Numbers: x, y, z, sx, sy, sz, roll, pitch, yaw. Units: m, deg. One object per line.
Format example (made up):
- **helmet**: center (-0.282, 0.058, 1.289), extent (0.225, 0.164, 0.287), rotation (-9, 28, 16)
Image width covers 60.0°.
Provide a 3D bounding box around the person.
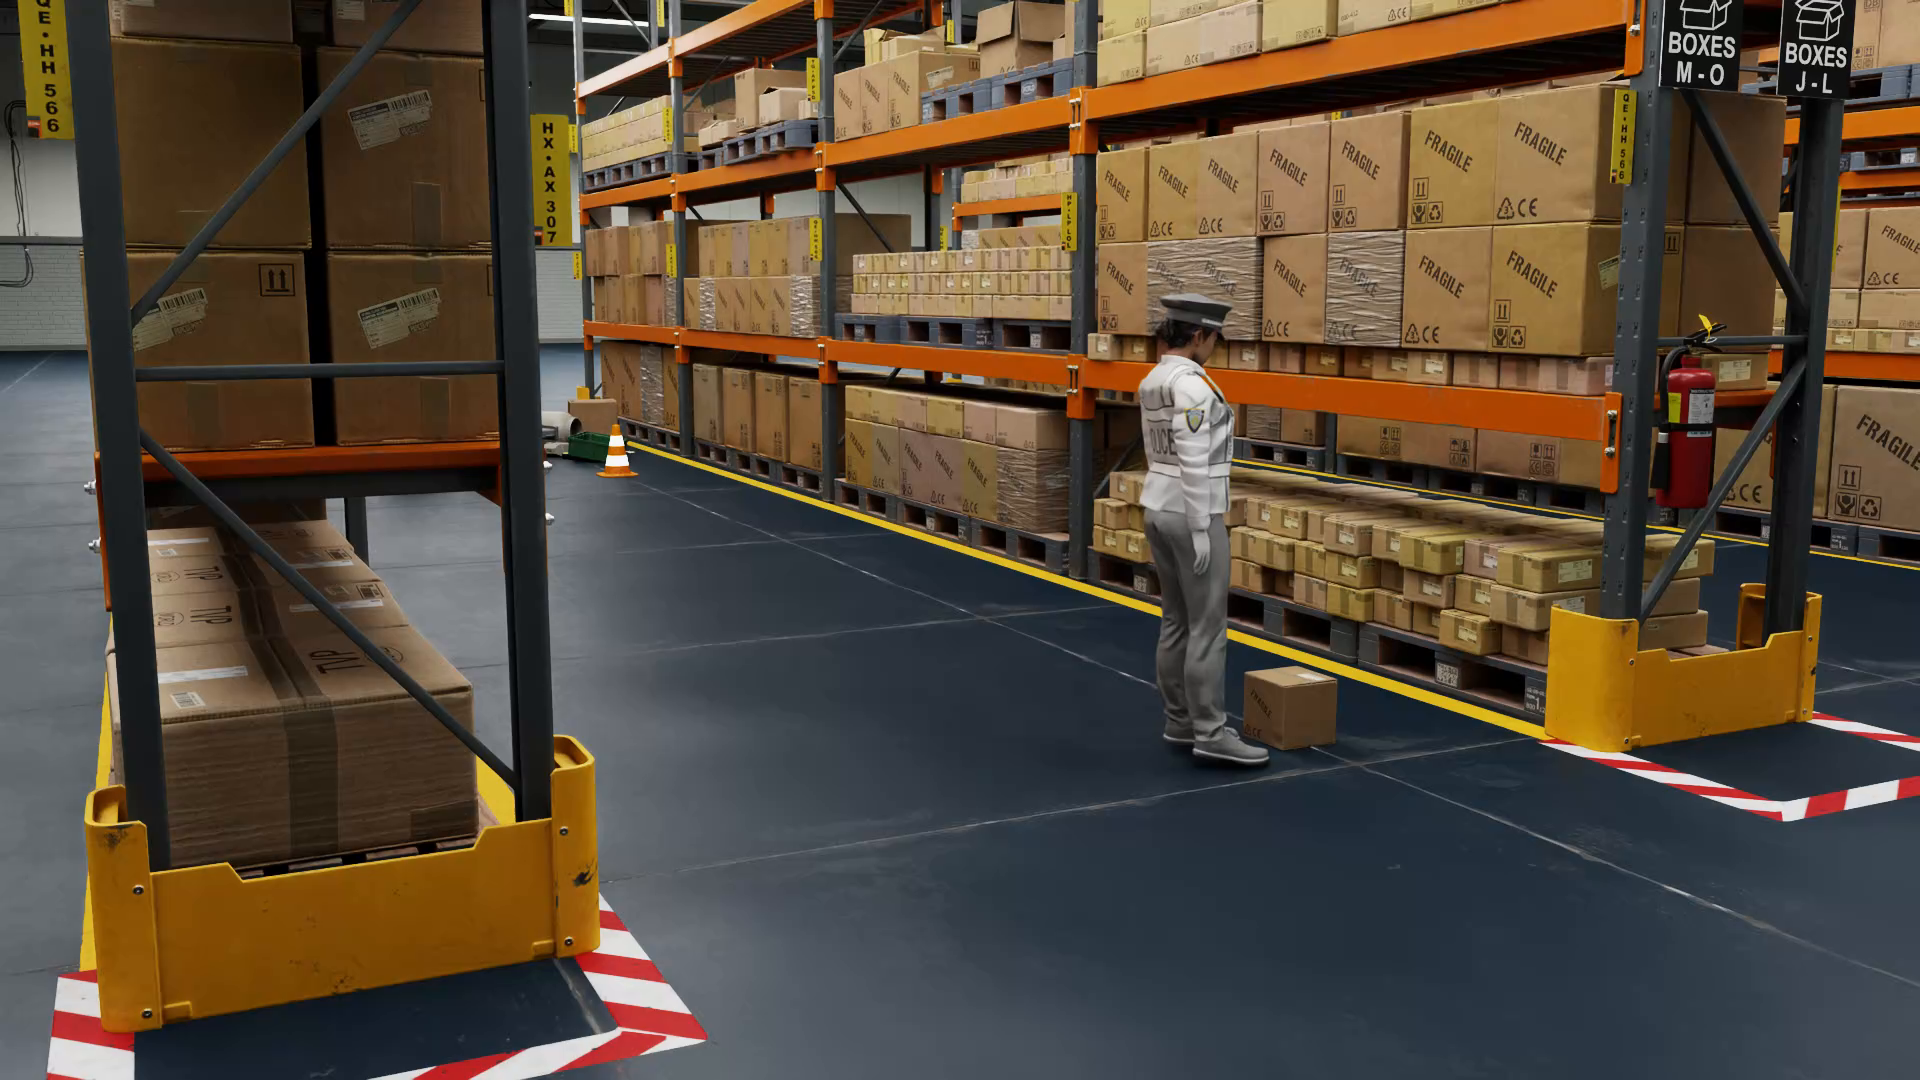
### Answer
- **person**: center (0.866, -0.047, 6.042), extent (0.418, 1.680, 0.500), rotation (-2, 9, -15)
